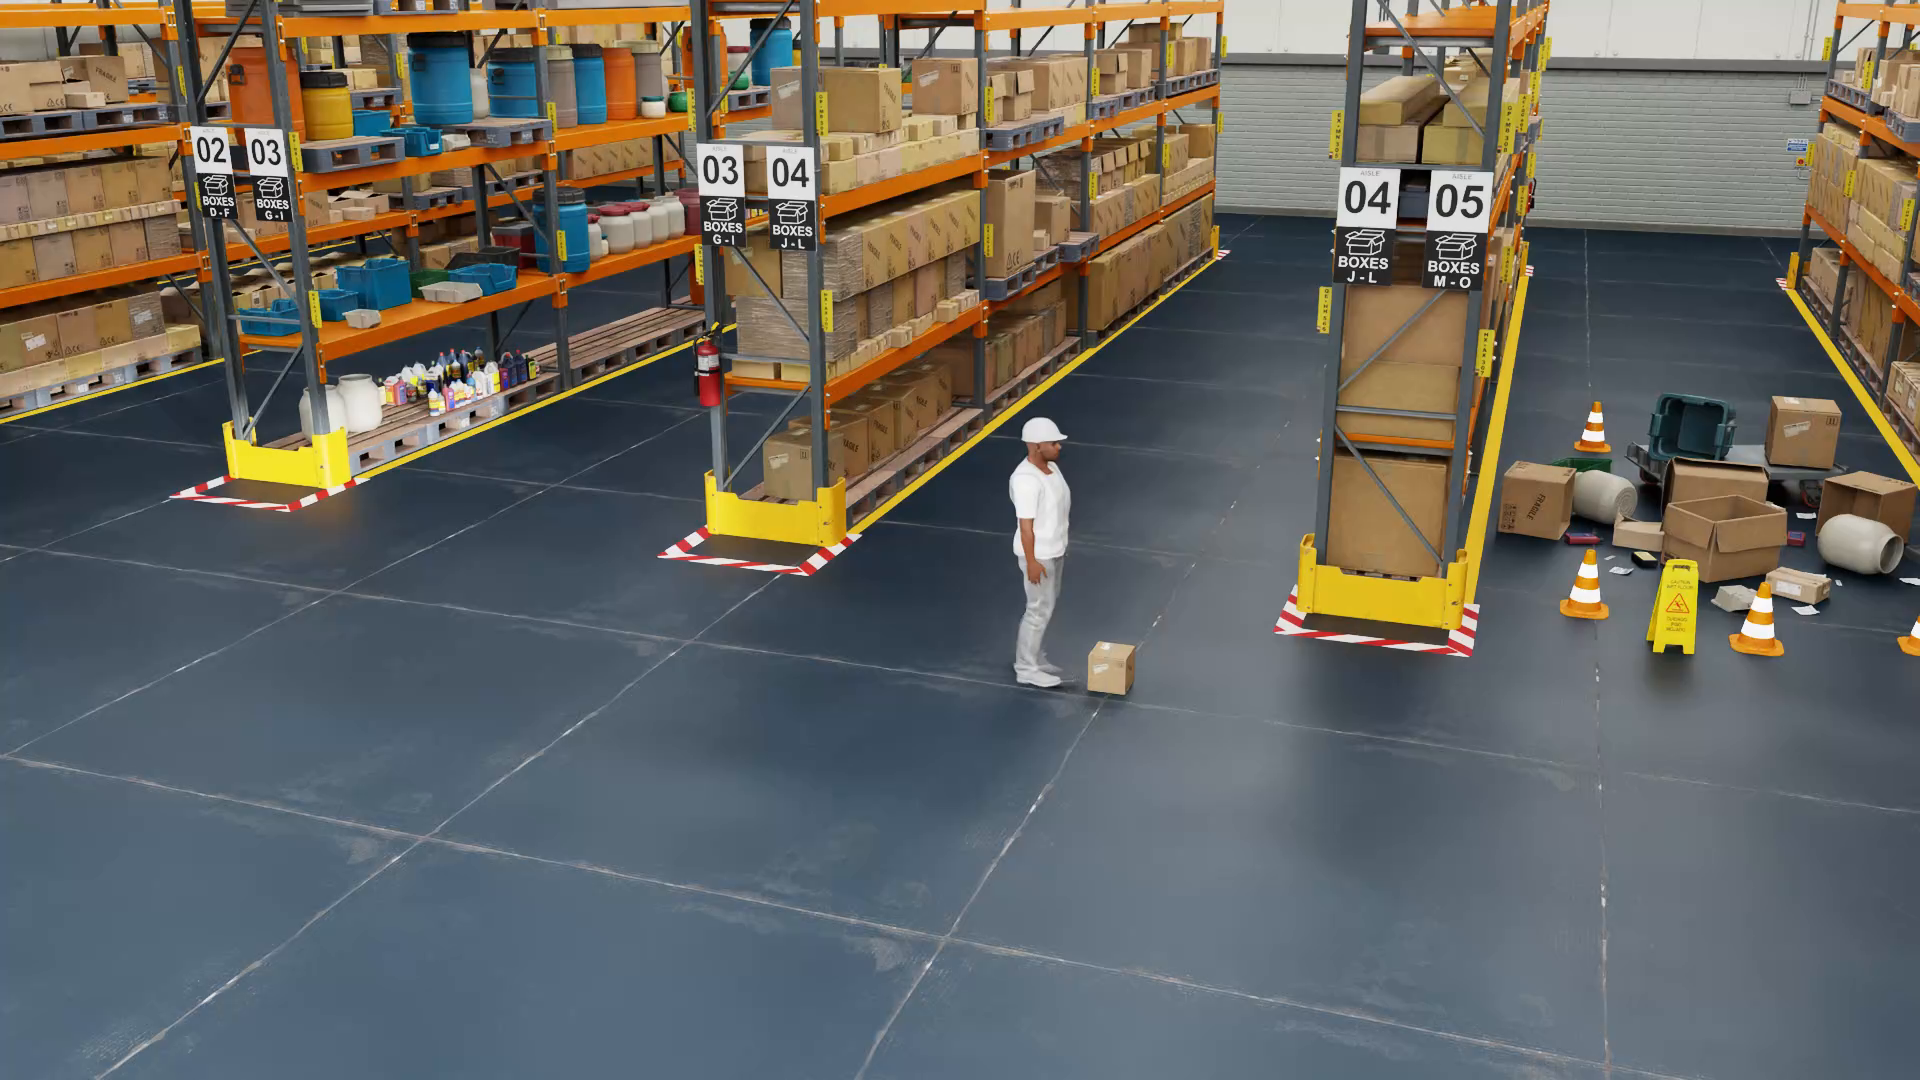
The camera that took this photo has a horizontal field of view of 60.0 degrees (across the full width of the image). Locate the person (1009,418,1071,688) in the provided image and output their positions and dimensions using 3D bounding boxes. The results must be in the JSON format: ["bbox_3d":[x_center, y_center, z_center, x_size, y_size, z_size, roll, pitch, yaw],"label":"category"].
[{"bbox_3d":[0.539,0.086,10.825,0.372,1.794,0.562,7,20,19],"label":"person"}]
